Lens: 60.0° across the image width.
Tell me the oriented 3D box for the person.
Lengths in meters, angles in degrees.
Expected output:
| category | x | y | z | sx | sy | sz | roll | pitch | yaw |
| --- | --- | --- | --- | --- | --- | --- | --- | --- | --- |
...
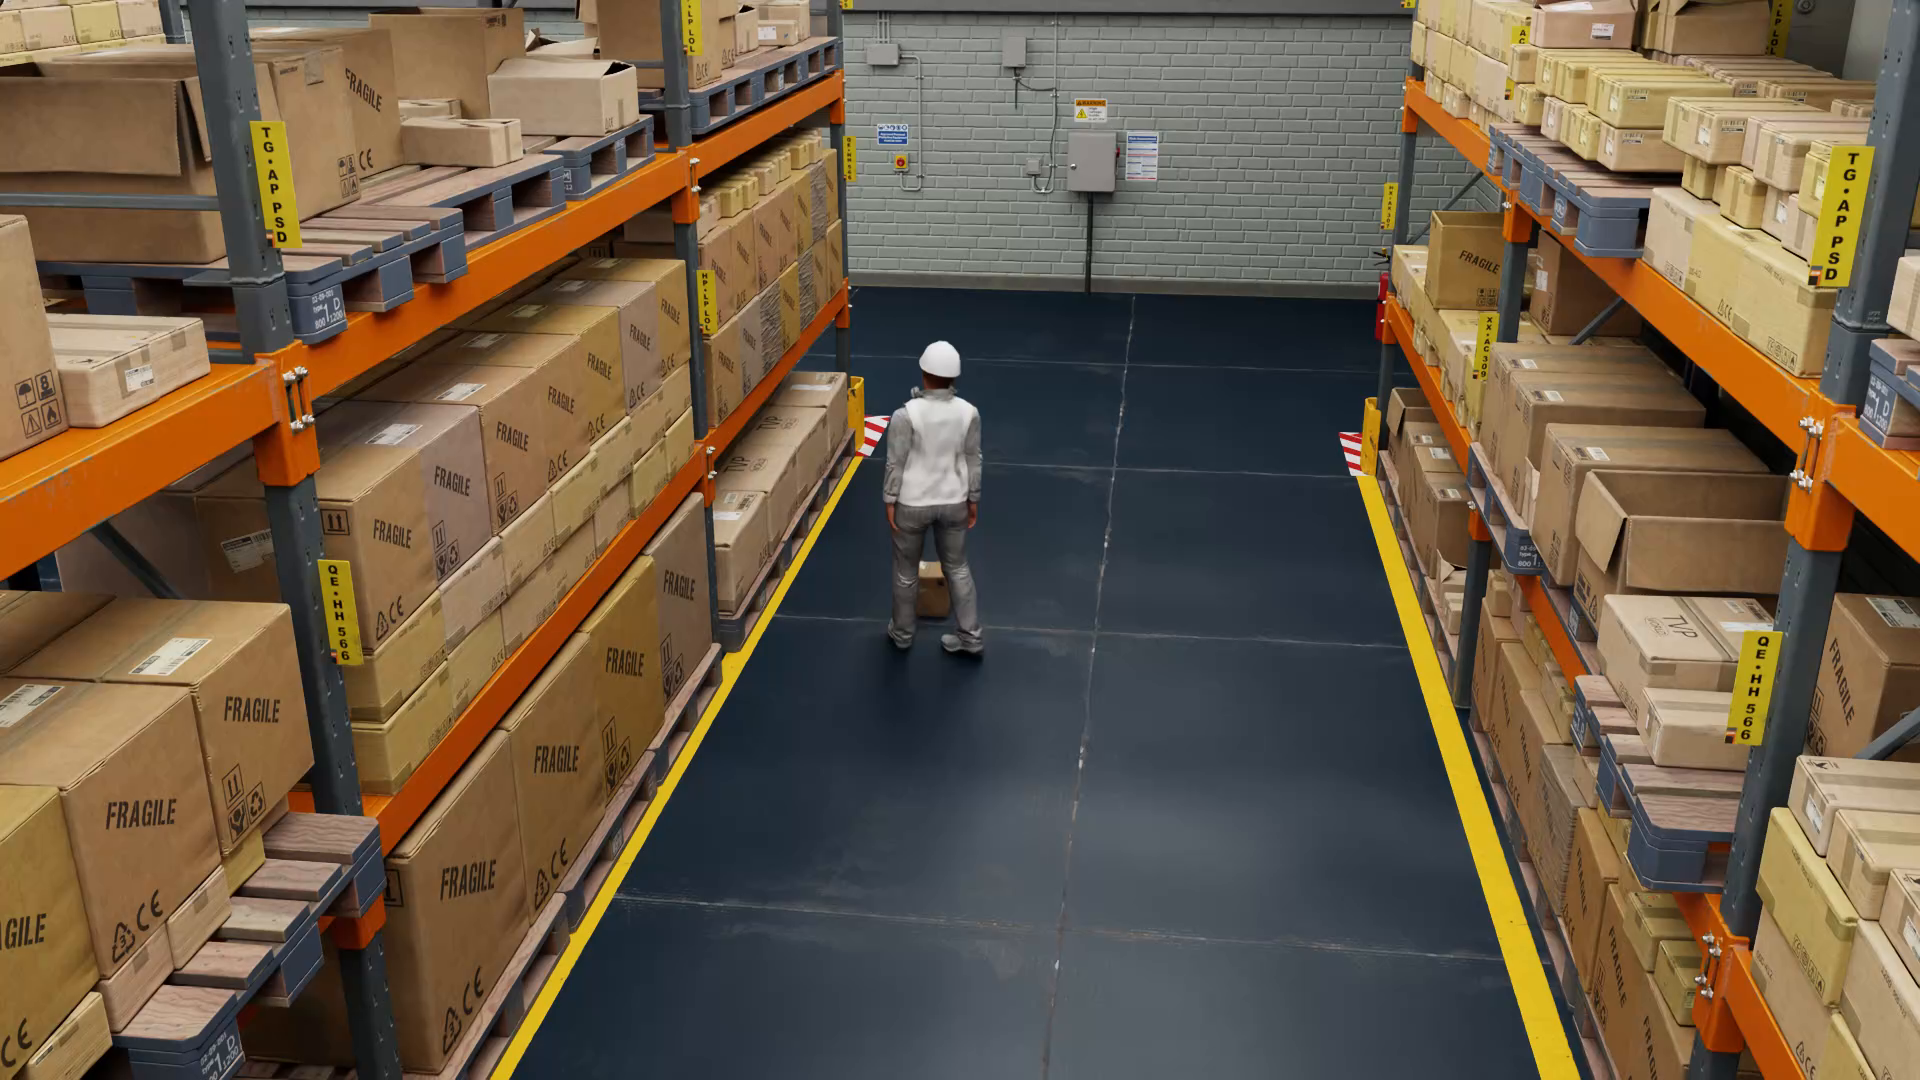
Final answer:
| category | x | y | z | sx | sy | sz | roll | pitch | yaw |
| --- | --- | --- | --- | --- | --- | --- | --- | --- | --- |
| person | -0.168 | -0.227 | 9.123 | 0.554 | 1.772 | 0.589 | -8 | 22 | -19 |
